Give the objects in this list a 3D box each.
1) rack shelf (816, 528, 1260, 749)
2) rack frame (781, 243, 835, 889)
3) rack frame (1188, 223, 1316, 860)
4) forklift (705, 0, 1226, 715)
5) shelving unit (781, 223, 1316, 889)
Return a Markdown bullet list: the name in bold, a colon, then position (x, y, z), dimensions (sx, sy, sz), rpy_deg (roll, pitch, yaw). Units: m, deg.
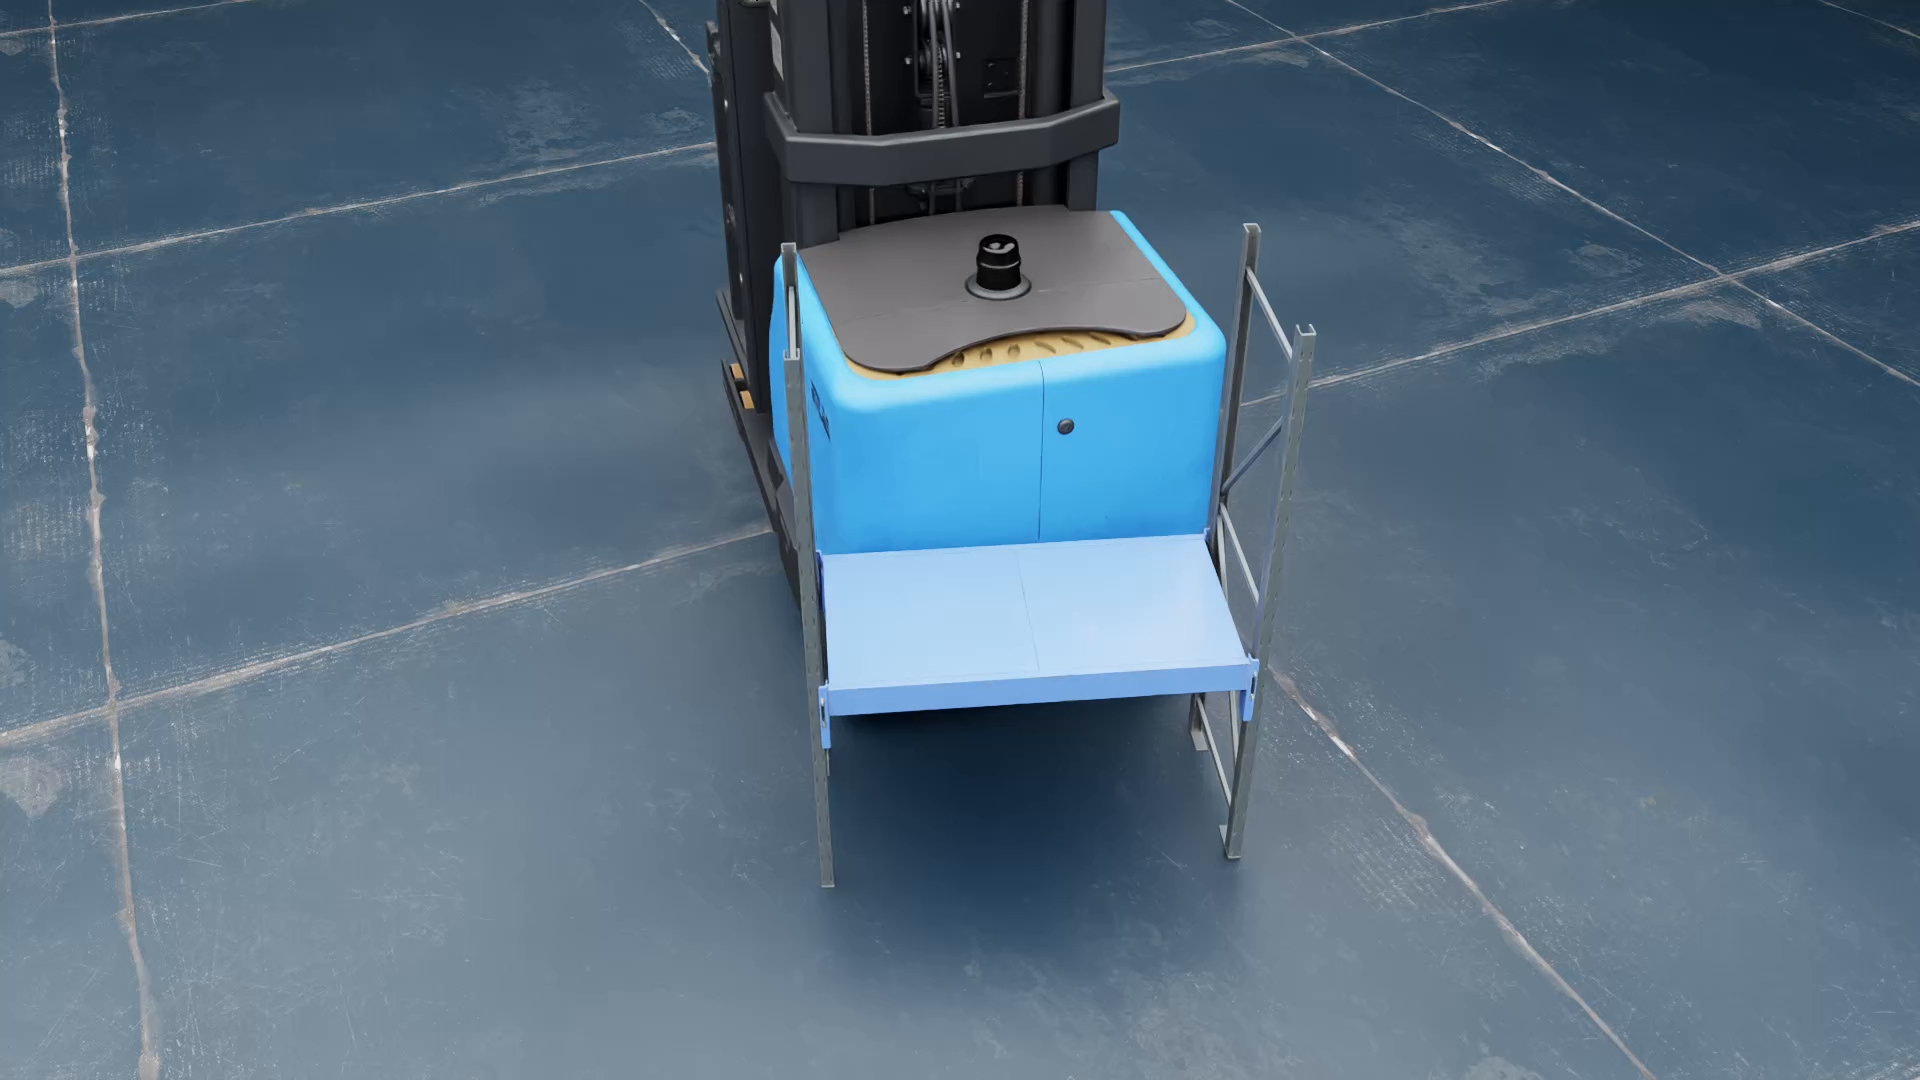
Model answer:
- **rack shelf**: position (0.158, 0.223, 3.992), dimensions (1.000, 0.185, 0.538), rpy_deg (-3, 37, -4)
- **rack frame**: position (-0.348, 0.107, 3.846), dimensions (0.032, 1.500, 0.500), rpy_deg (-3, 37, -4)
- **rack frame**: position (0.664, 0.050, 3.923), dimensions (0.032, 1.500, 0.500), rpy_deg (-3, 37, -4)
- **forklift**: position (-0.208, -1.583, 4.924), dimensions (1.130, 2.935, 3.031), rpy_deg (-10, 38, -13)
- **shelving unit**: position (0.158, 0.079, 3.885), dimensions (1.048, 1.500, 0.538), rpy_deg (-3, 37, -4)
